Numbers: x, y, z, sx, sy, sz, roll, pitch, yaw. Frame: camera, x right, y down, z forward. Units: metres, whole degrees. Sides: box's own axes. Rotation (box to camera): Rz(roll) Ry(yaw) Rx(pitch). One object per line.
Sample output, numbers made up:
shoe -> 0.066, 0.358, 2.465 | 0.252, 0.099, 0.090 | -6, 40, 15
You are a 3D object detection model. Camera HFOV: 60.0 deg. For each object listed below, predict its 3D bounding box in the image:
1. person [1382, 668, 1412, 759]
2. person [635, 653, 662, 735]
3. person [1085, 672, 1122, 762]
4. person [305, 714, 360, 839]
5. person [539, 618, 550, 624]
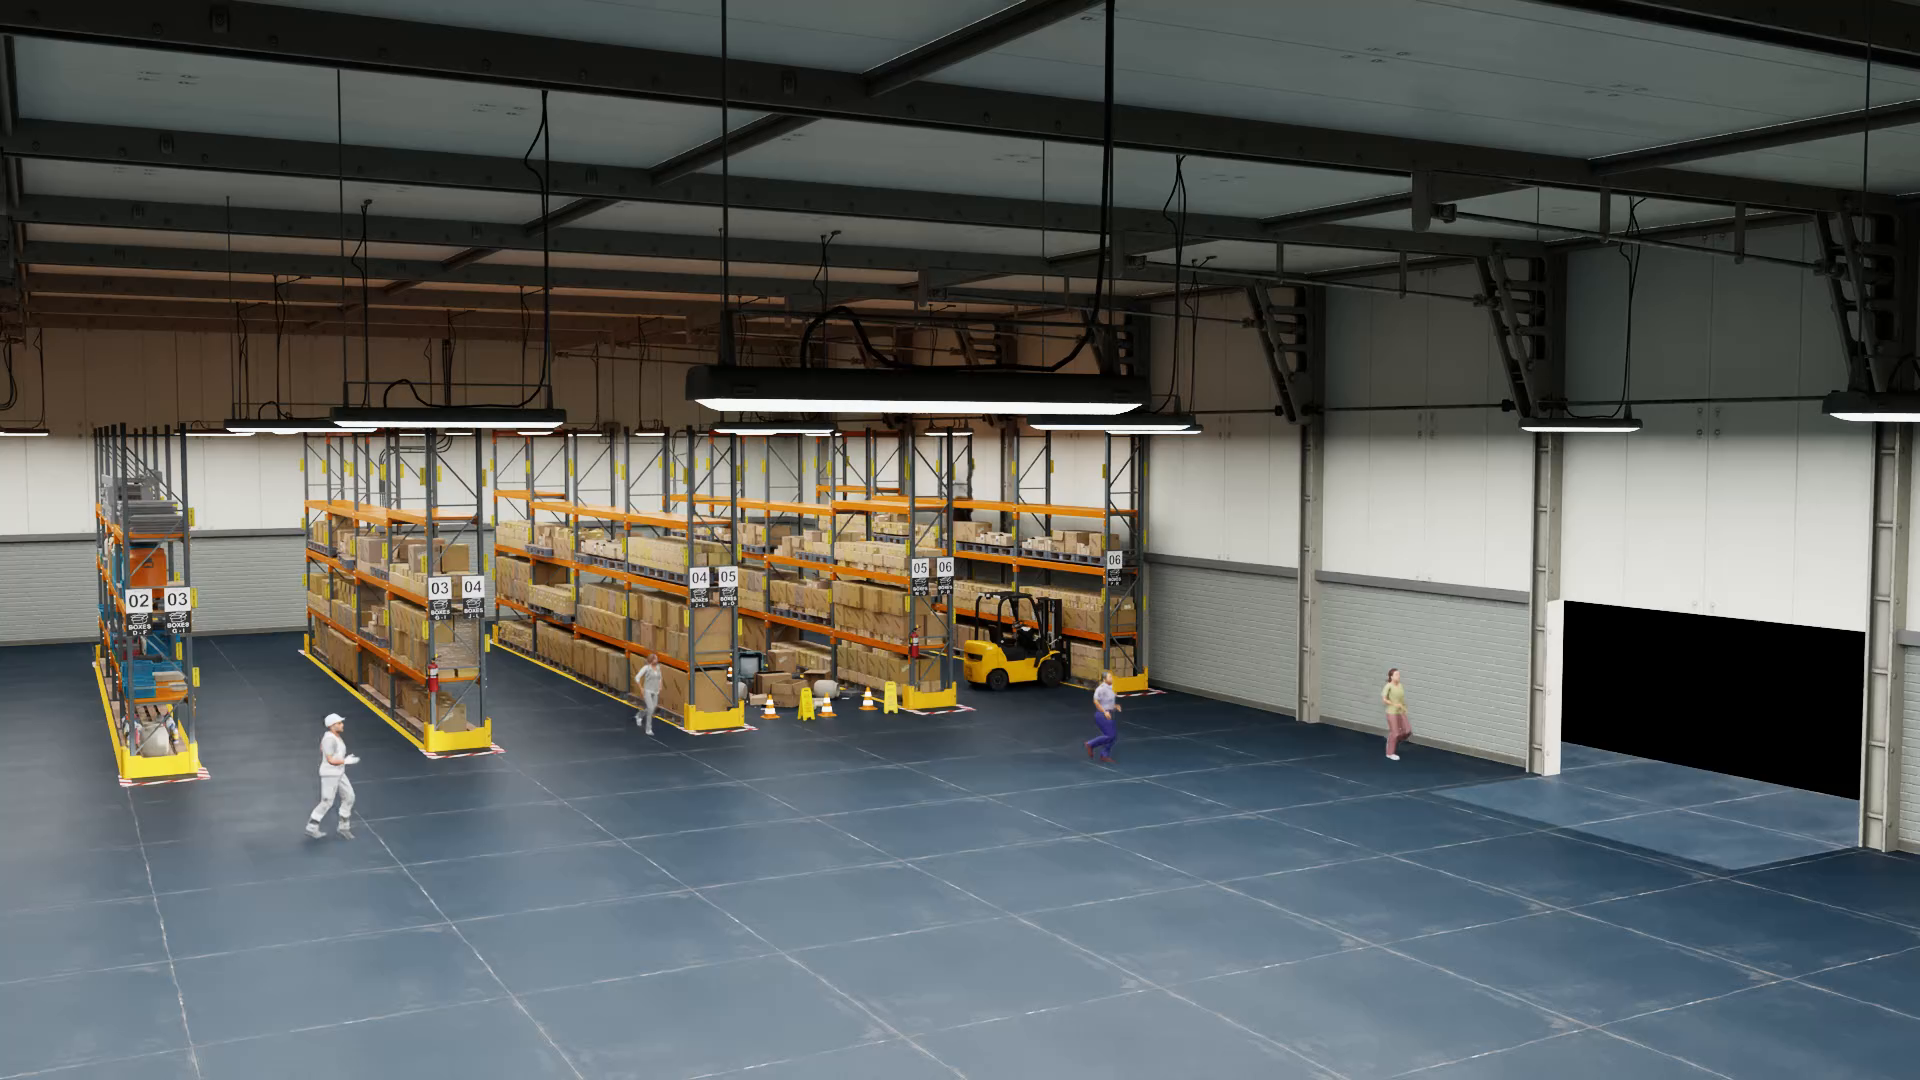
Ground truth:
person -> 7.803, 3.108, 29.729 | 0.574, 1.631, 0.539 | -2, 4, -31
person -> -6.082, 3.000, 32.496 | 0.669, 1.582, 0.581 | 3, 5, 43
person -> 2.569, 3.140, 29.559 | 0.567, 1.620, 0.600 | 1, 4, 19
person -> -8.944, 3.405, 23.734 | 0.770, 1.864, 0.680 | 0, 3, -6
person -> -12.040, 1.895, 48.693 | 0.762, 1.790, 0.675 | -3, 4, -40
